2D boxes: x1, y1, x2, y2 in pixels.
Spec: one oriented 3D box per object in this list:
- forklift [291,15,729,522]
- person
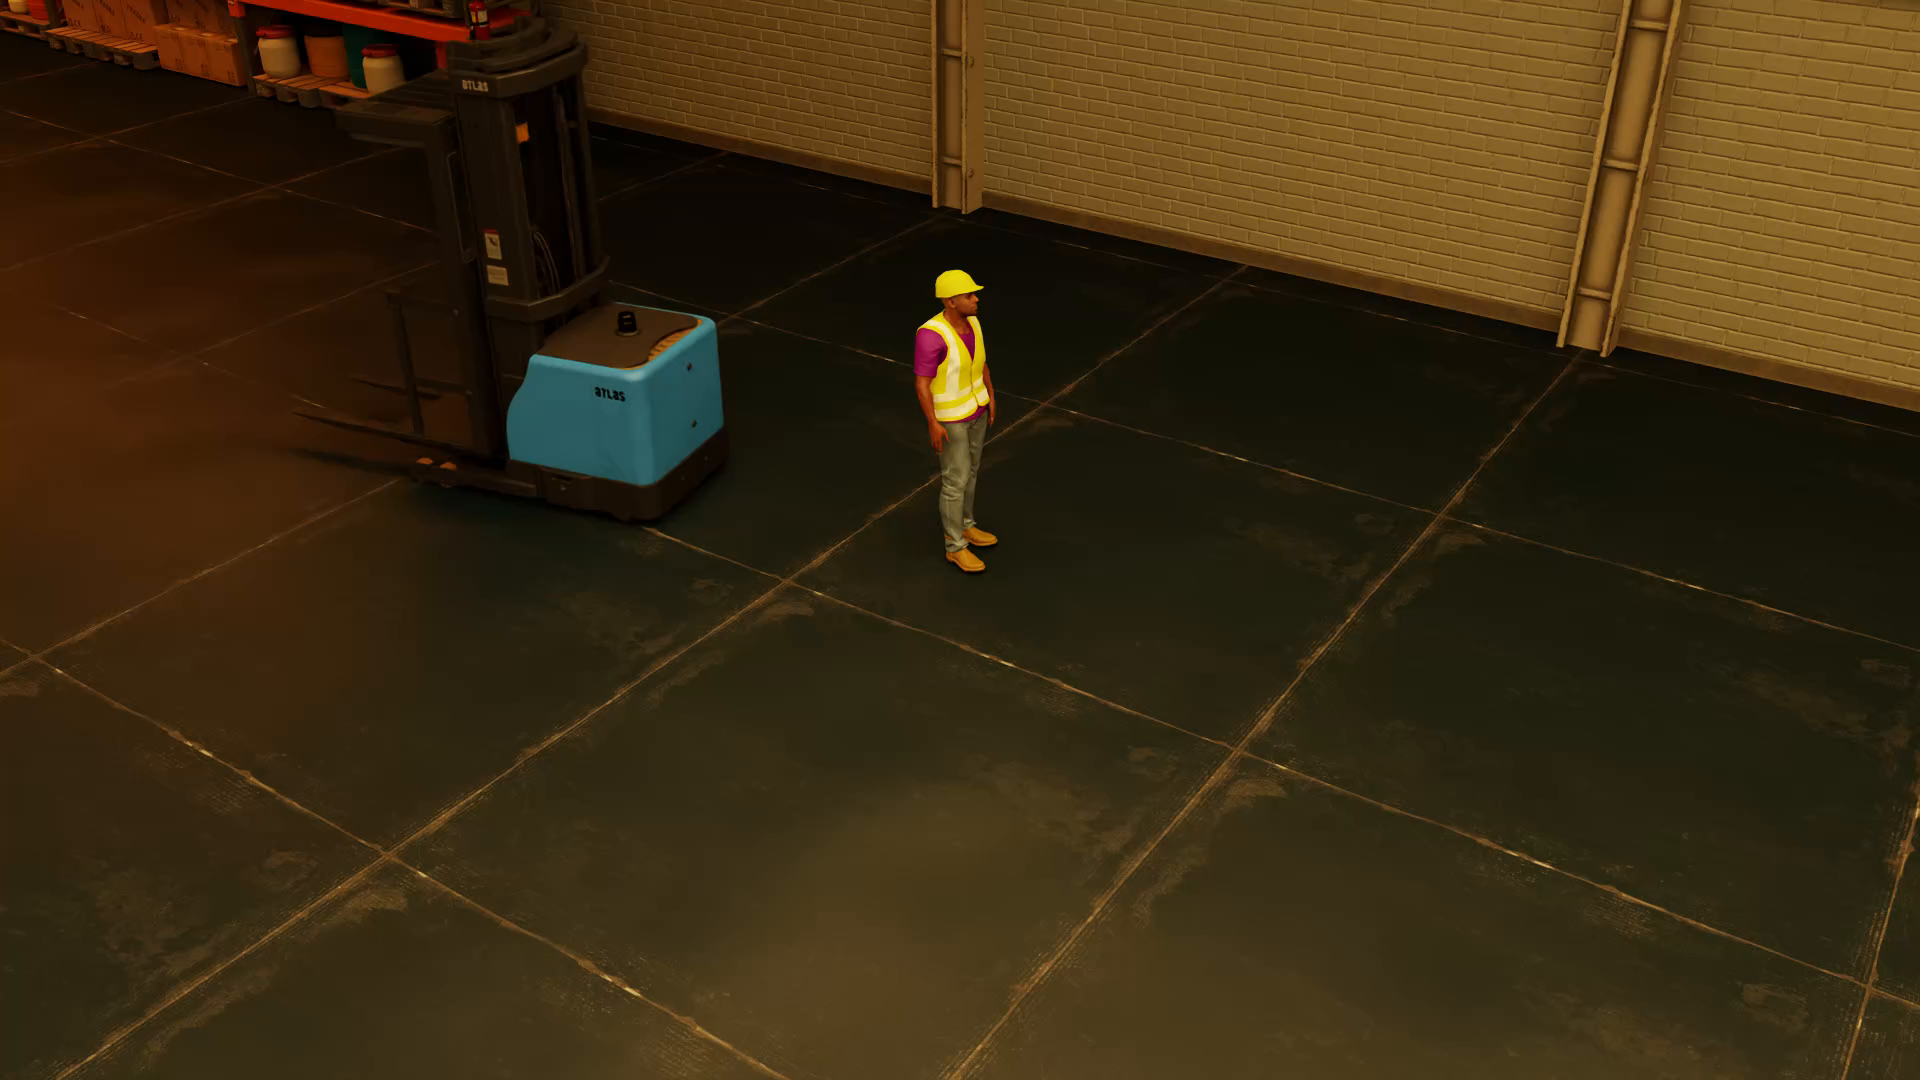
[{"bbox_3d":[-3.147,-1.848,10.763,3.031,2.935,1.130,11,32,19],"label":"forklift"},{"bbox_3d":[0.055,-0.748,10.016,0.575,1.768,0.666,19,35,29],"label":"person"}]
